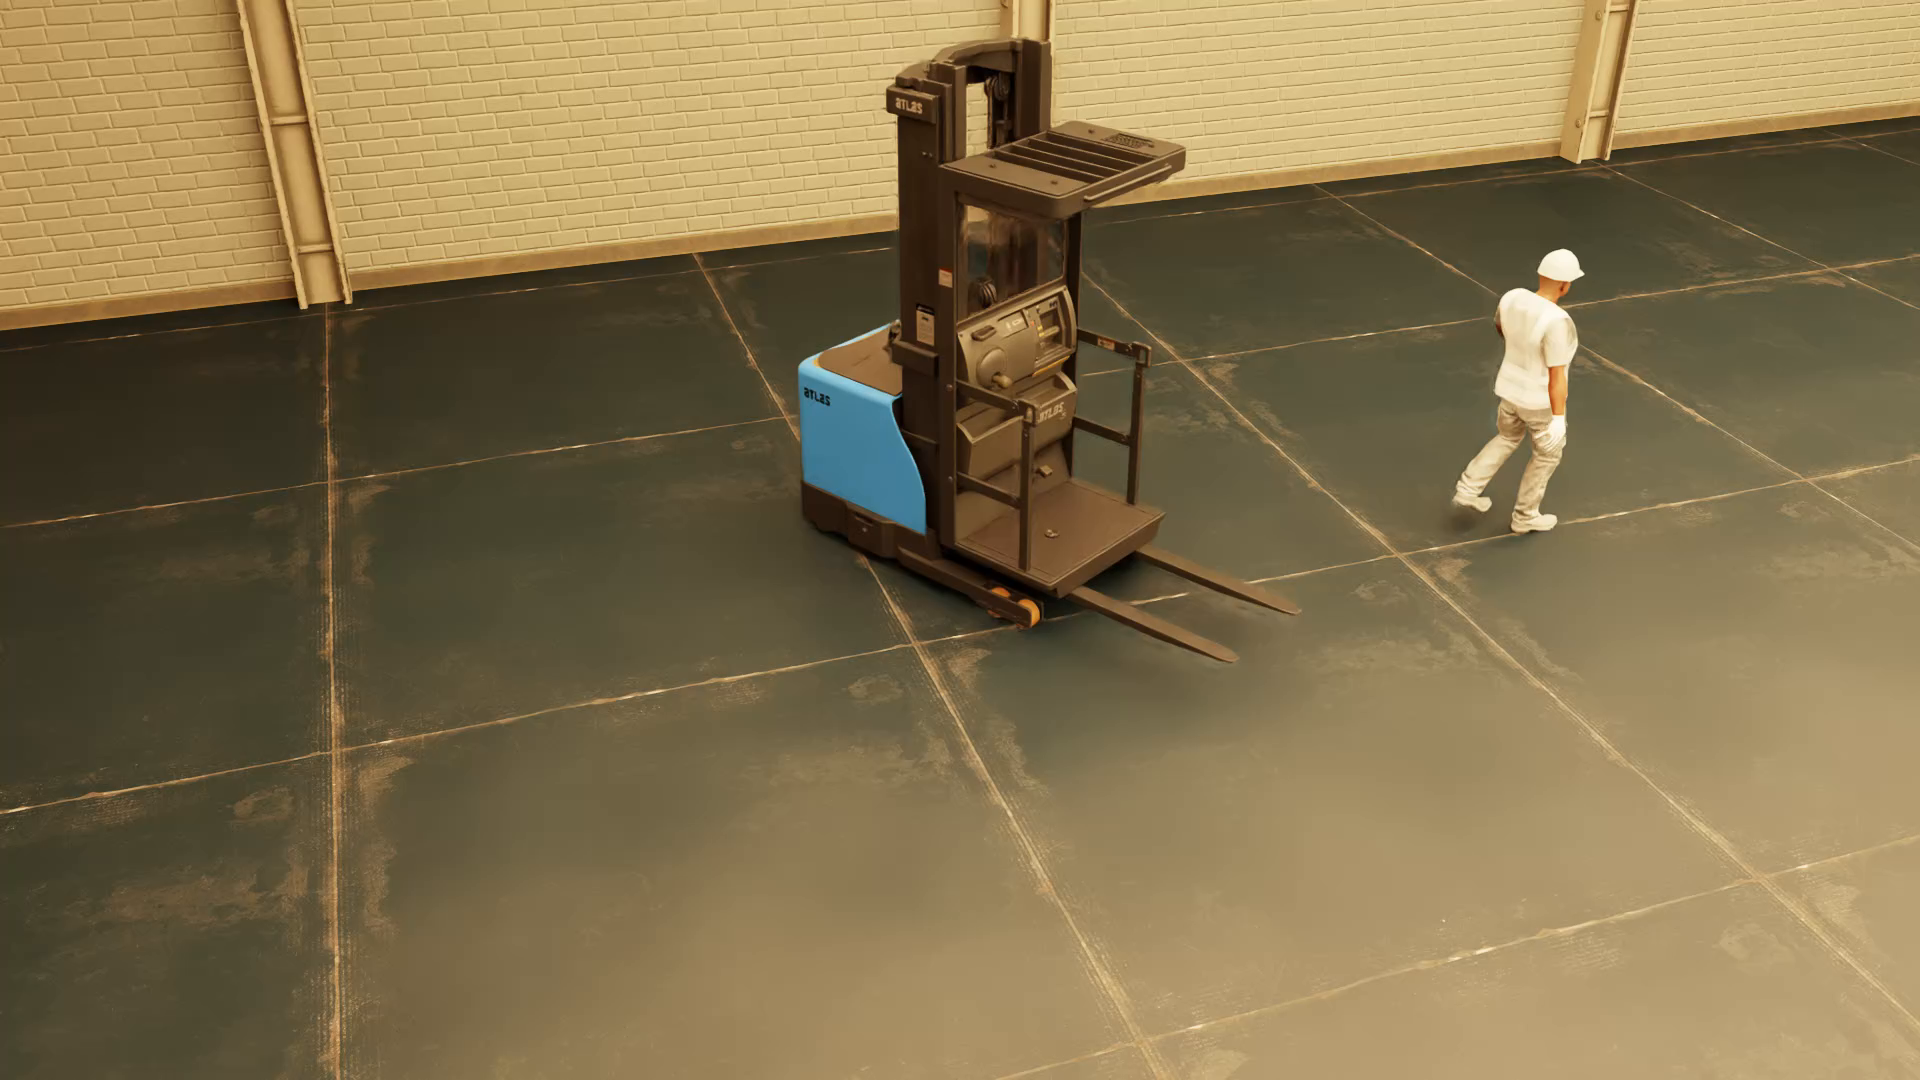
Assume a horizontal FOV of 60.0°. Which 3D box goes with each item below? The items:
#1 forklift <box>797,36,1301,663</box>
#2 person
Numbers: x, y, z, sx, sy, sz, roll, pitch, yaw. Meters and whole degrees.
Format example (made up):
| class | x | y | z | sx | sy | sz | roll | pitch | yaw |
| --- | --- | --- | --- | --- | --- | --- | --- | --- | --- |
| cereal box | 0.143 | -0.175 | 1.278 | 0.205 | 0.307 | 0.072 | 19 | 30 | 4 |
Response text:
| class | x | y | z | sx | sy | sz | roll | pitch | yaw |
| --- | --- | --- | --- | --- | --- | --- | --- | --- | --- |
| forklift | 0.476 | -1.073 | 8.953 | 3.031 | 2.935 | 1.130 | 24 | 37 | 35 |
| person | 3.345 | -0.853 | 9.740 | 0.649 | 1.764 | 0.864 | -13 | 32 | -21 |
